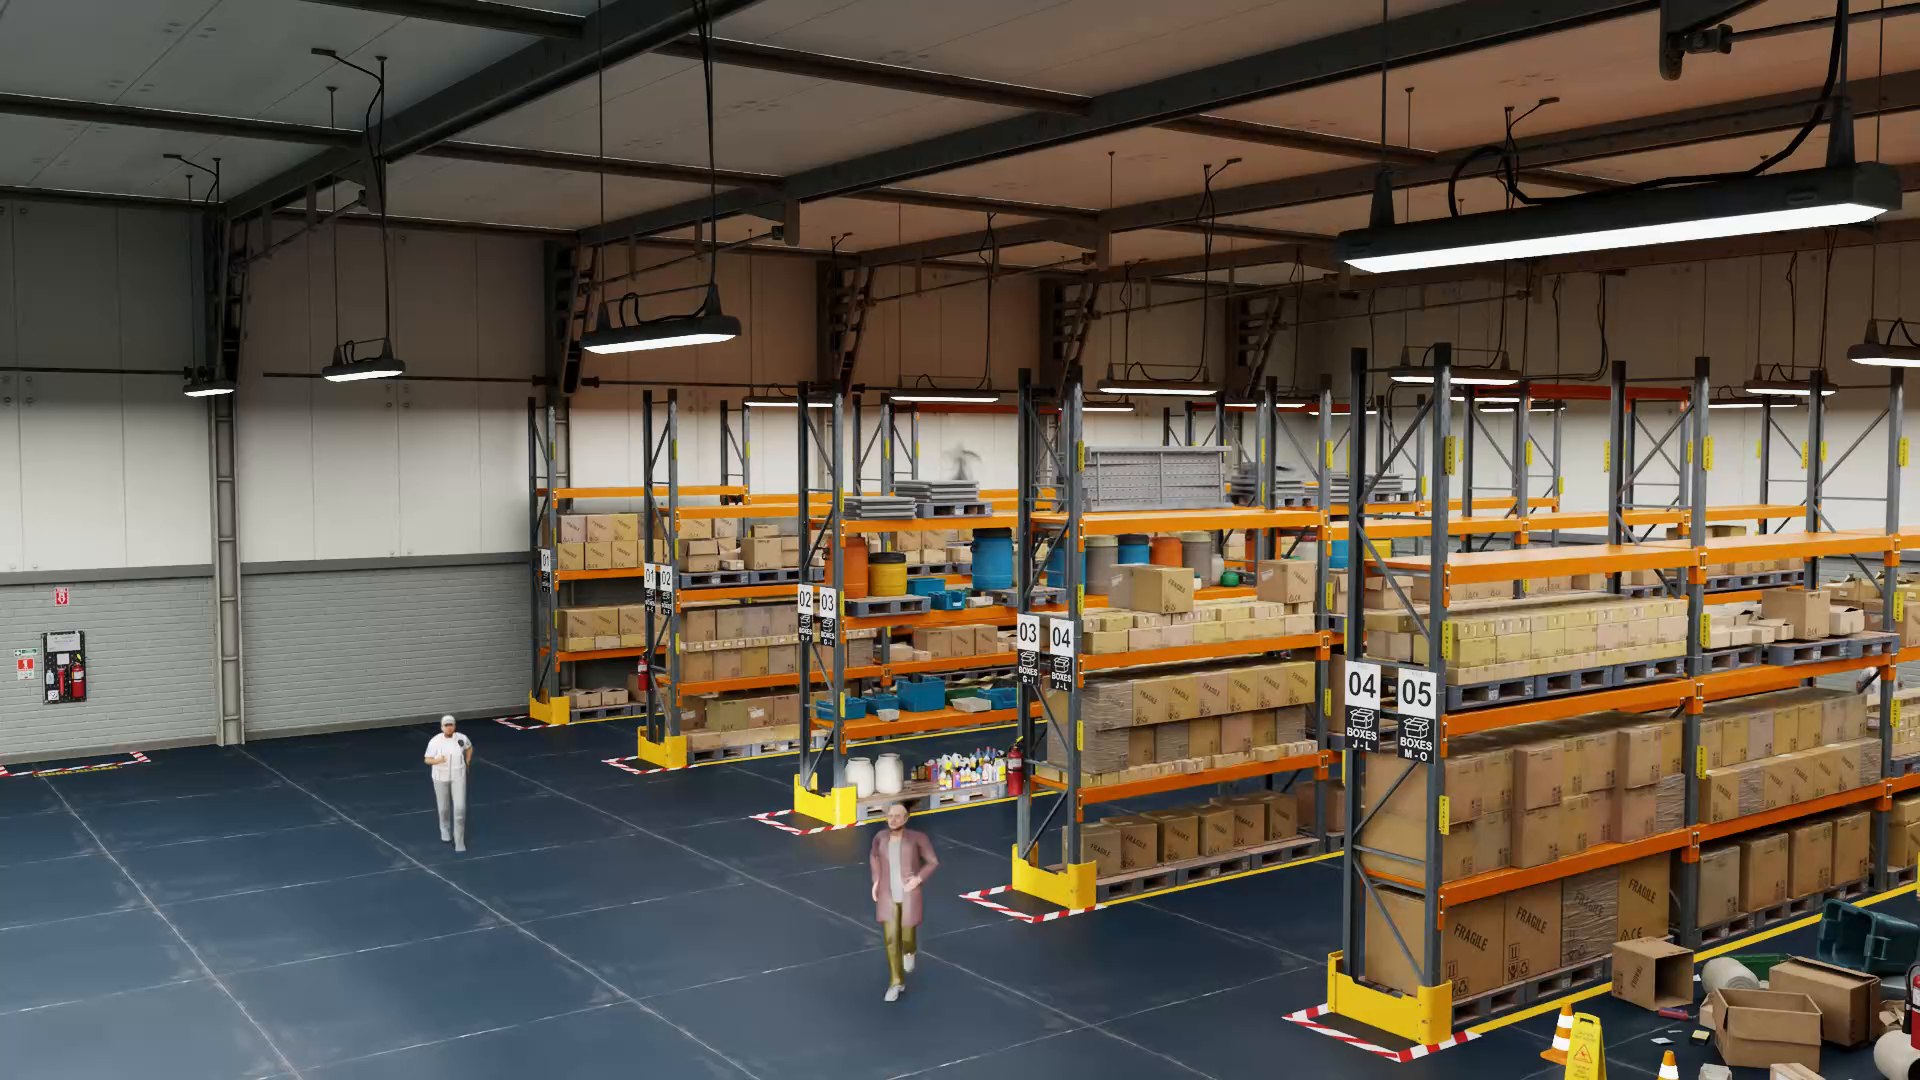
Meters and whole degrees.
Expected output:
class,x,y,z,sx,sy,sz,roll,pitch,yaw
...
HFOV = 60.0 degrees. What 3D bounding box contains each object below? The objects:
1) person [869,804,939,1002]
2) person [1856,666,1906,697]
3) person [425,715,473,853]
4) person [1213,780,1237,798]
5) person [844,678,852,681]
class,x,y,z,sx,sy,sz,roll,pitch,yaw
person,-0.549,3.367,15.683,0.704,1.773,0.844,1,3,12
person,15.193,2.689,27.310,0.684,1.737,0.621,0,3,0
person,-6.501,3.080,21.171,0.592,1.721,0.747,-1,4,-18
person,3.770,2.922,23.348,0.615,1.752,0.682,-3,5,-44
person,-2.183,2.554,30.532,0.697,1.683,0.572,-3,4,-38
